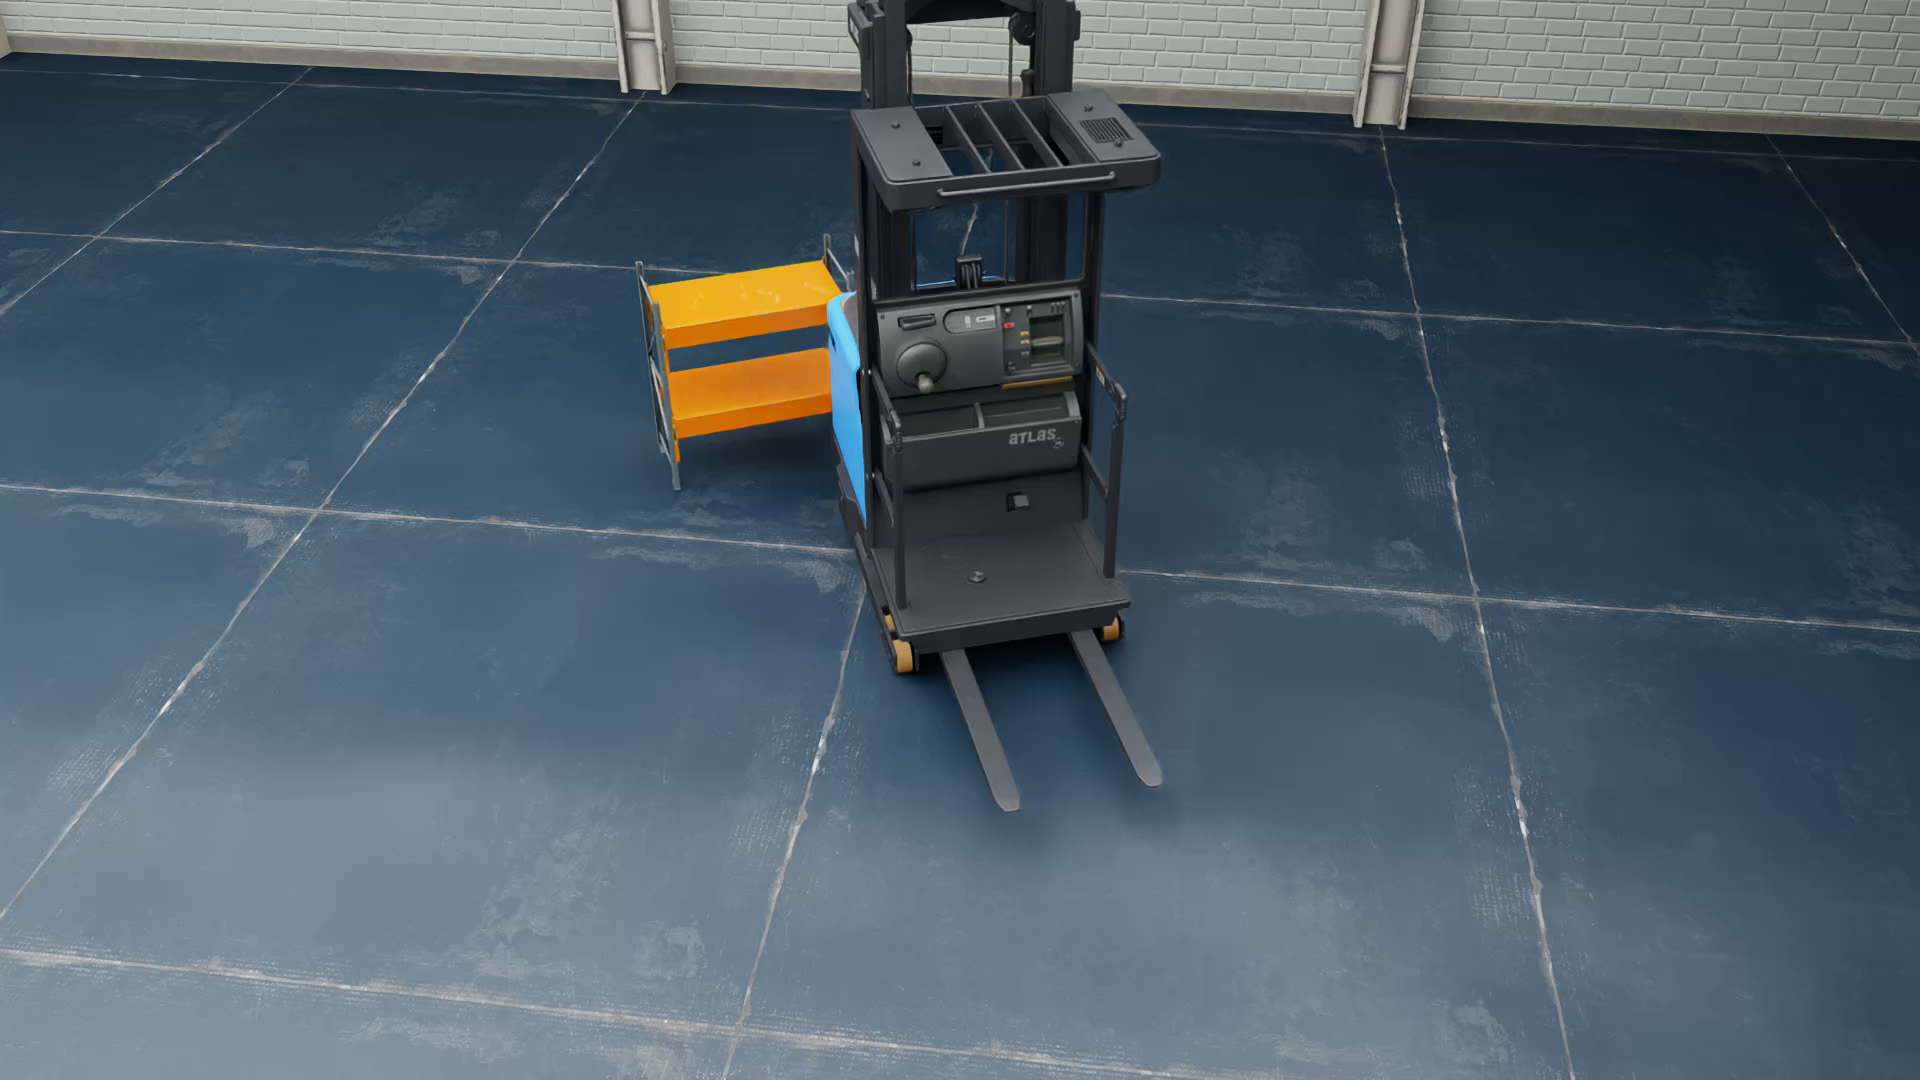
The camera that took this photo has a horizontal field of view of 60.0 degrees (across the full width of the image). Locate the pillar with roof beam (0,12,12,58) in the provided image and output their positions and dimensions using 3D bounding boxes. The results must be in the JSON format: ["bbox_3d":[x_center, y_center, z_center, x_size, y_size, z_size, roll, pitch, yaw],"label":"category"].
[{"bbox_3d":[-9.101,-5.423,8.459,0.400,9.000,9.100,4,36,6],"label":"pillar with roof beam"}]

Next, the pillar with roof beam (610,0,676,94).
[{"bbox_3d":[-3.150,-4.979,7.837,0.400,9.000,9.100,4,36,6],"label":"pillar with roof beam"}]

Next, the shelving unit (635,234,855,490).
[{"bbox_3d":[-1.125,-0.962,8.987,1.048,1.125,0.538,-11,37,-15],"label":"shelving unit"}]

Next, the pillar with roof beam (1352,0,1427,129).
[{"bbox_3d":[2.802,-4.535,7.215,0.400,9.000,9.100,4,36,6],"label":"pillar with roof beam"}]

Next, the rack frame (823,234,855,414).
[{"bbox_3d":[-0.644,-1.059,9.123,0.032,1.125,0.500,-11,37,-15],"label":"rack frame"}]

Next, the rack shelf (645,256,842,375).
[{"bbox_3d":[-1.125,-1.201,8.817,1.000,0.278,0.538,-11,37,-15],"label":"rack shelf"}]

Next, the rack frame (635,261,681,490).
[{"bbox_3d":[-1.605,-0.866,8.852,0.032,1.125,0.500,-11,37,-15],"label":"rack frame"}]

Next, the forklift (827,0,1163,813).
[{"bbox_3d":[0.149,-0.817,7.229,1.130,2.935,3.031,-8,36,-11],"label":"forklift"}]

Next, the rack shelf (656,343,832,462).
[{"bbox_3d":[-1.125,-0.763,9.129,1.000,0.278,0.538,-11,37,-15],"label":"rack shelf"}]
